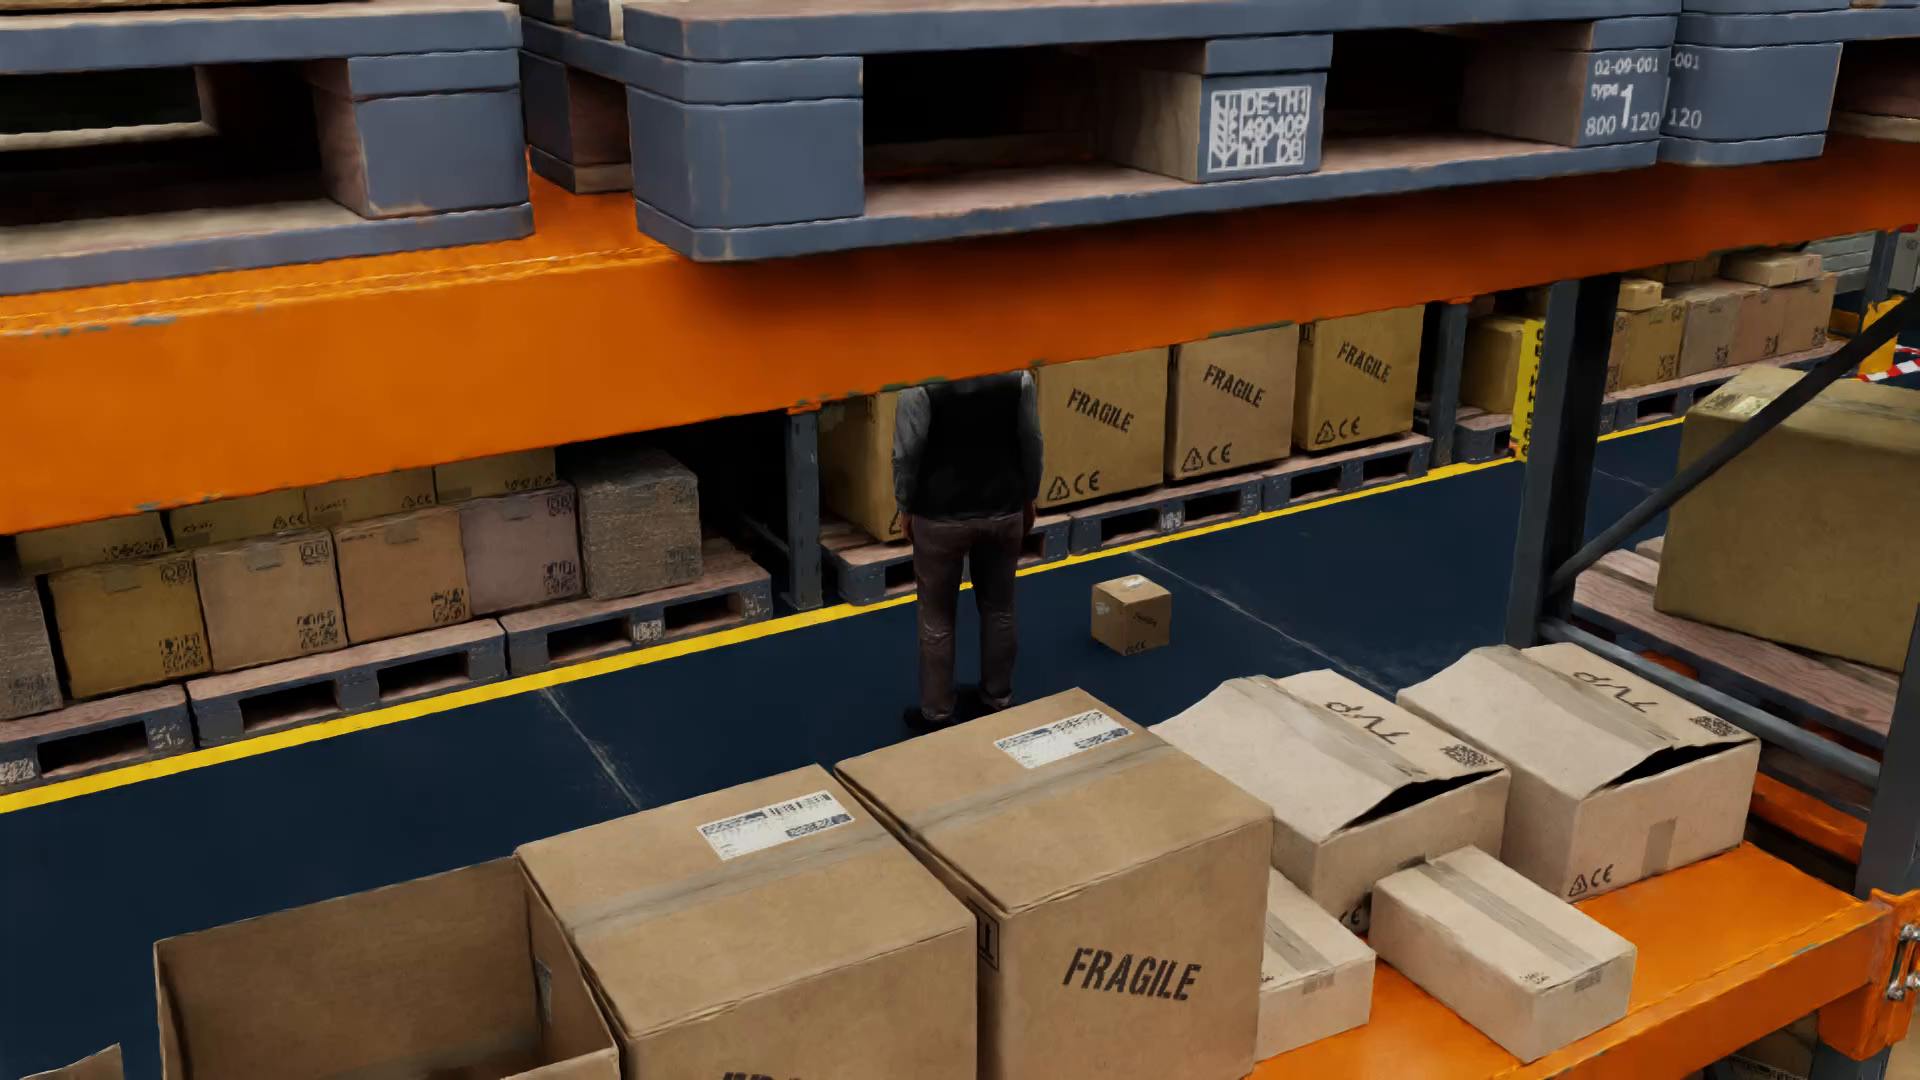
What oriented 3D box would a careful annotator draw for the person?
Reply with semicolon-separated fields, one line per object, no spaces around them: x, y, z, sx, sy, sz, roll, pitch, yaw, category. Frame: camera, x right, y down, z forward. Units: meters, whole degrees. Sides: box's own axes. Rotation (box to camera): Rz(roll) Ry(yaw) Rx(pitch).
0.027;-0.021;6.295;0.588;1.473;0.357;-6;22;-15;person
